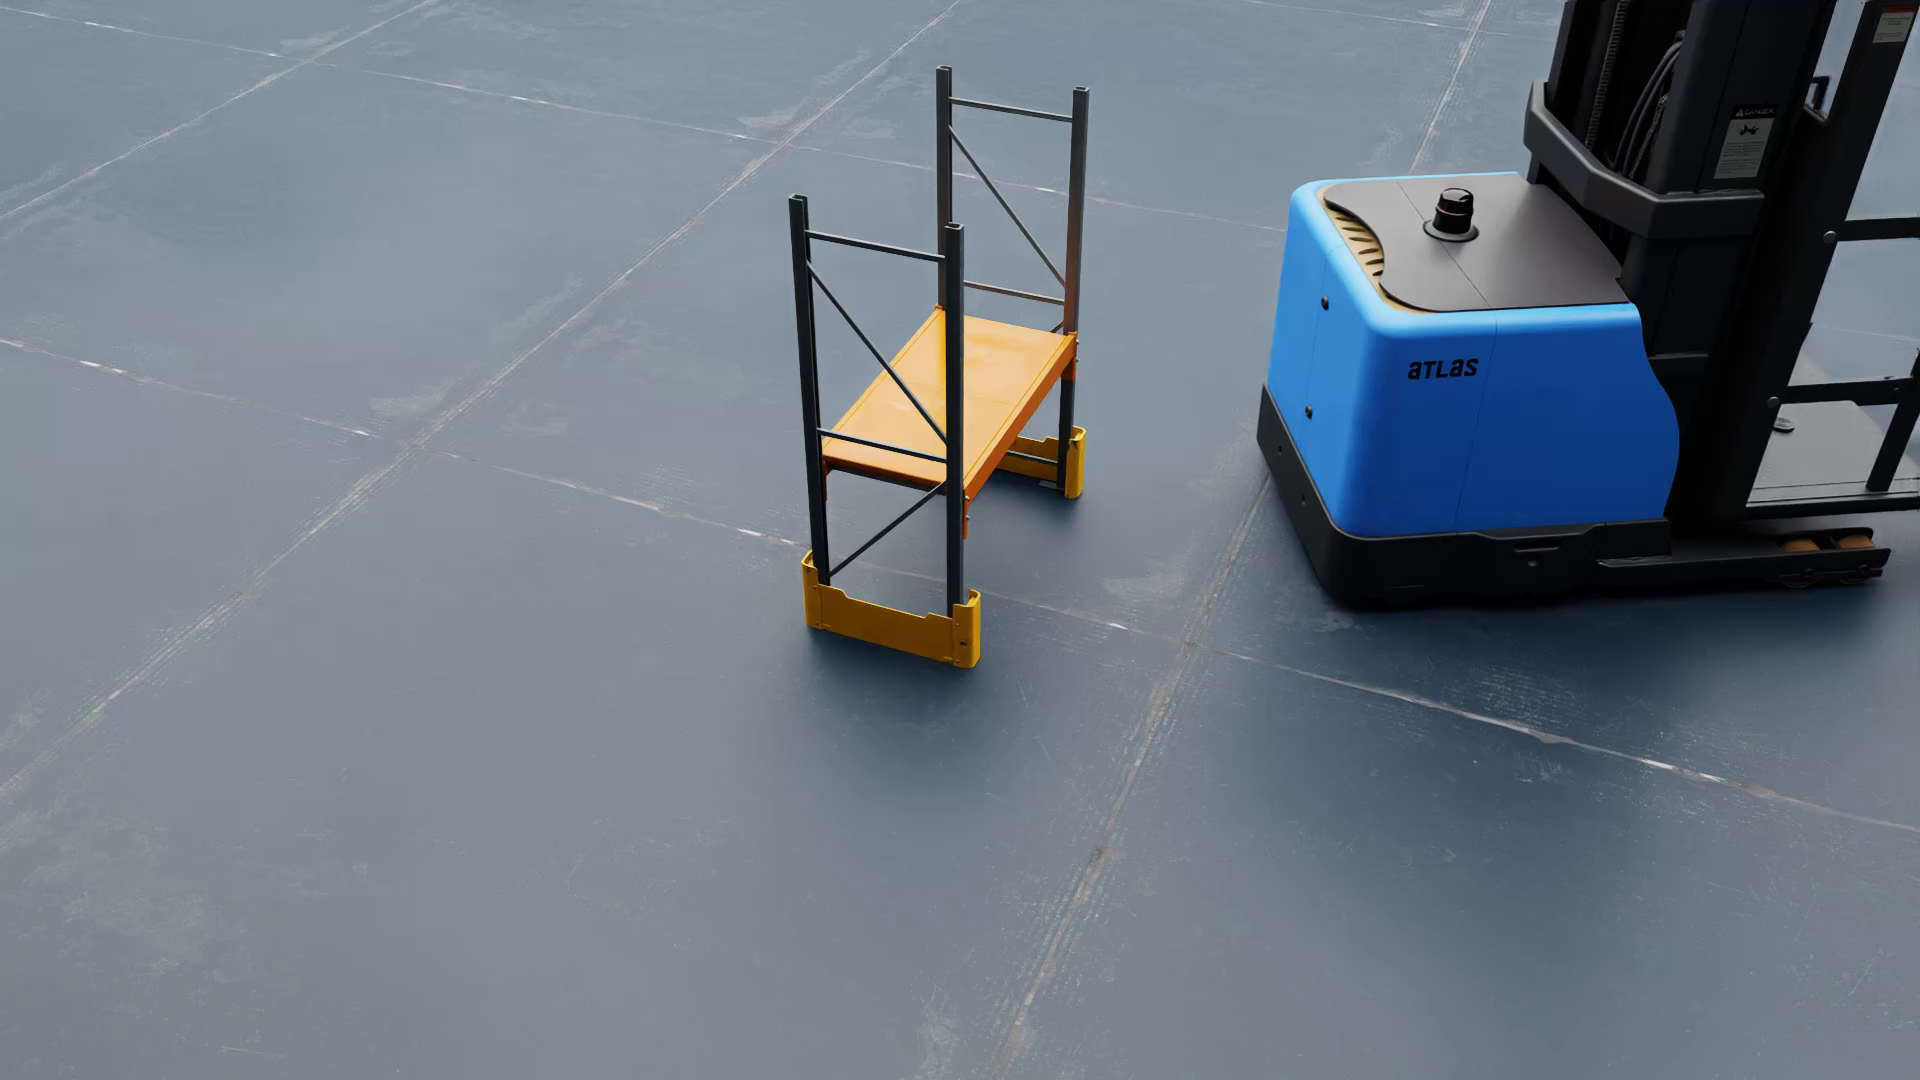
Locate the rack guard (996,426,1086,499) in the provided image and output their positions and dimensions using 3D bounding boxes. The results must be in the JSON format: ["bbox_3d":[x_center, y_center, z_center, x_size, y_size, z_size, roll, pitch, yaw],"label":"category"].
[{"bbox_3d":[0.160,-0.334,5.988,0.587,0.250,0.087,14,39,18],"label":"rack guard"}]

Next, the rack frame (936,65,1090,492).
[{"bbox_3d":[0.161,-0.835,5.614,0.500,1.500,0.032,14,39,18],"label":"rack frame"}]

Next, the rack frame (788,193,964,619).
[{"bbox_3d":[-0.226,-0.272,4.861,0.500,1.500,0.032,14,39,18],"label":"rack frame"}]

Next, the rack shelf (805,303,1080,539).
[{"bbox_3d":[-0.032,-0.409,5.345,0.538,0.185,1.000,14,39,18],"label":"rack shelf"}]

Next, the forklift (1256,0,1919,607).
[{"bbox_3d":[2.643,-1.327,5.077,3.031,2.935,1.130,-4,37,-5],"label":"forklift"}]

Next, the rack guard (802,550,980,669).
[{"bbox_3d":[-0.218,0.218,5.250,0.587,0.250,0.087,14,39,18],"label":"rack guard"}]

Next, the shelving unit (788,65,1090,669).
[{"bbox_3d":[-0.029,-0.559,5.245,0.587,1.500,1.083,14,39,18],"label":"shelving unit"}]
